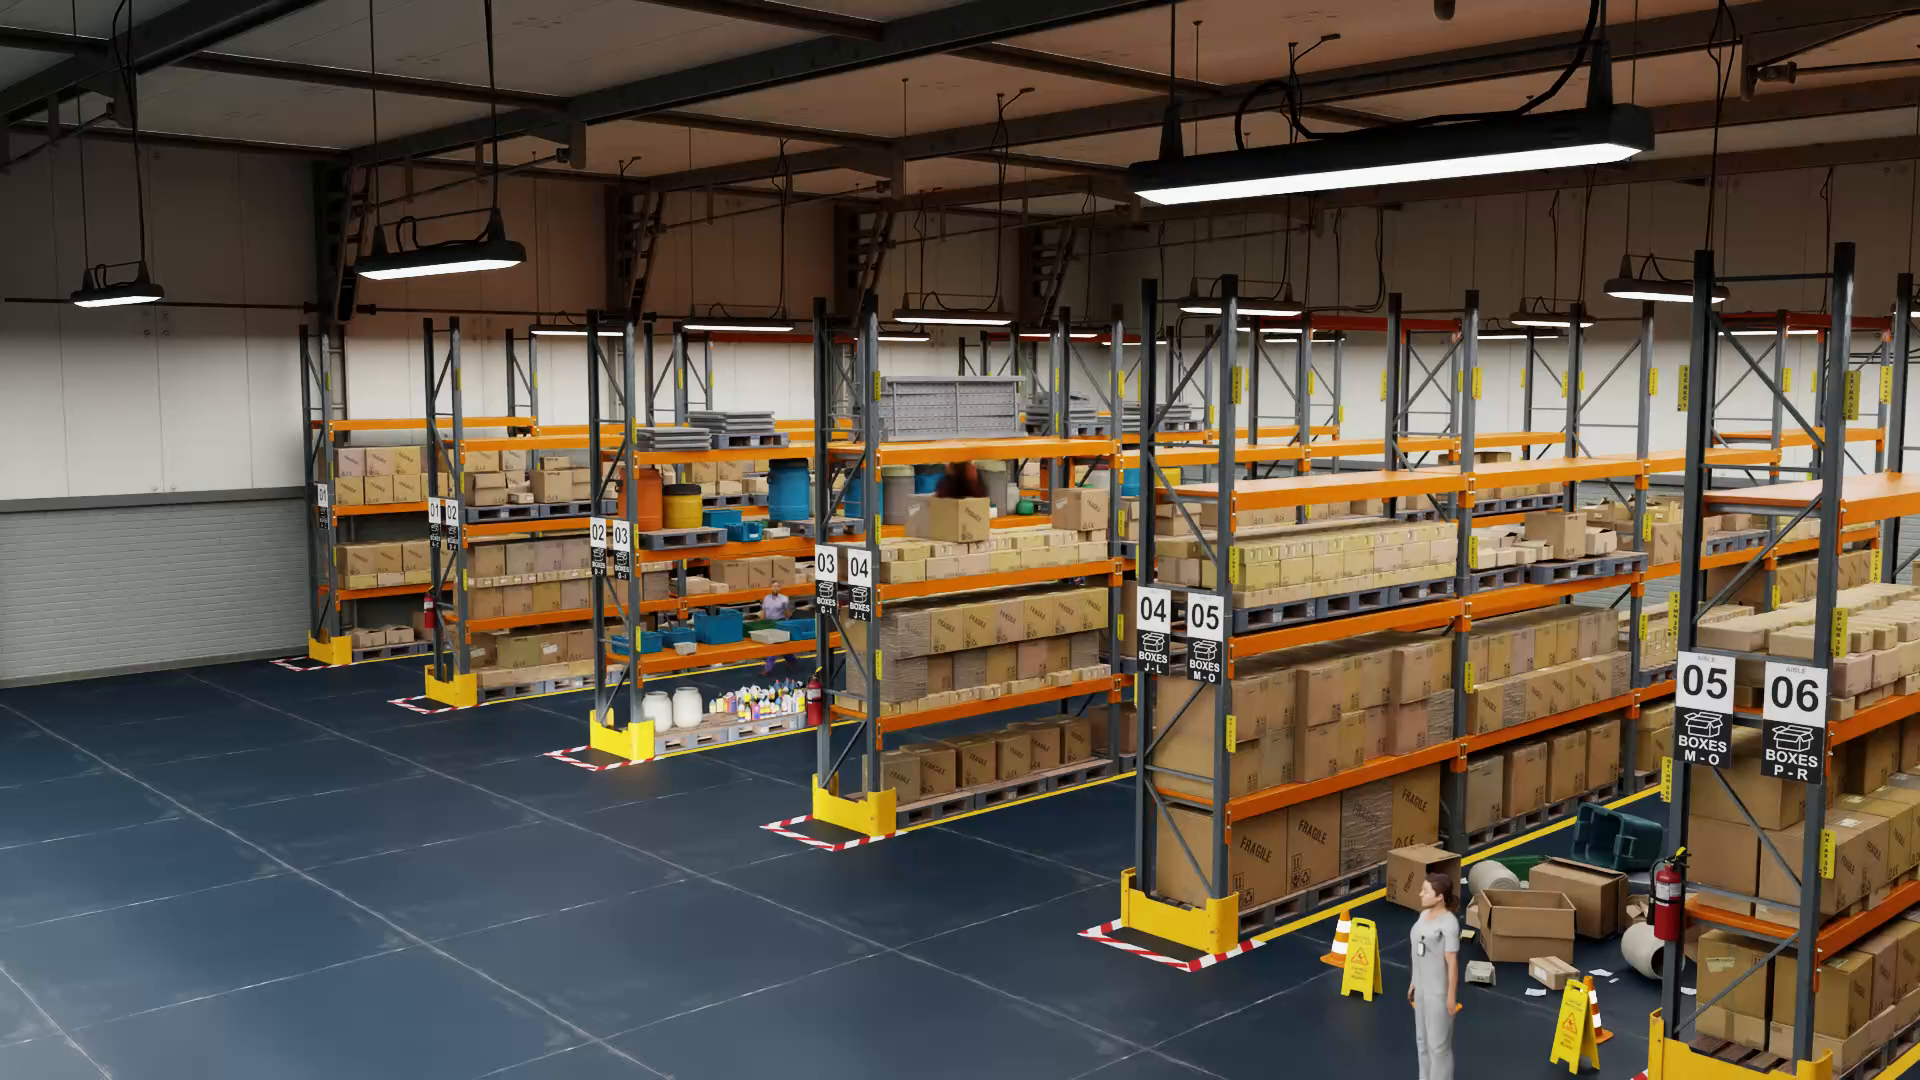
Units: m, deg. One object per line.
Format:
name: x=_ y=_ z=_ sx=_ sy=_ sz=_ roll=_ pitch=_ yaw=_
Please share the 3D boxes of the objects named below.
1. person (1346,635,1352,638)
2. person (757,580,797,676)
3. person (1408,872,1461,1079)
person: x=5.339 y=2.079 z=22.676 sx=0.408 sy=1.609 sz=0.443 roll=3 pitch=7 yaw=30
person: x=-3.150 y=1.487 z=28.530 sx=0.946 sy=1.608 sz=0.453 roll=-5 pitch=8 yaw=-40
person: x=3.292 y=3.172 z=11.600 sx=0.444 sy=1.690 sz=0.557 roll=-1 pitch=6 yaw=-11
